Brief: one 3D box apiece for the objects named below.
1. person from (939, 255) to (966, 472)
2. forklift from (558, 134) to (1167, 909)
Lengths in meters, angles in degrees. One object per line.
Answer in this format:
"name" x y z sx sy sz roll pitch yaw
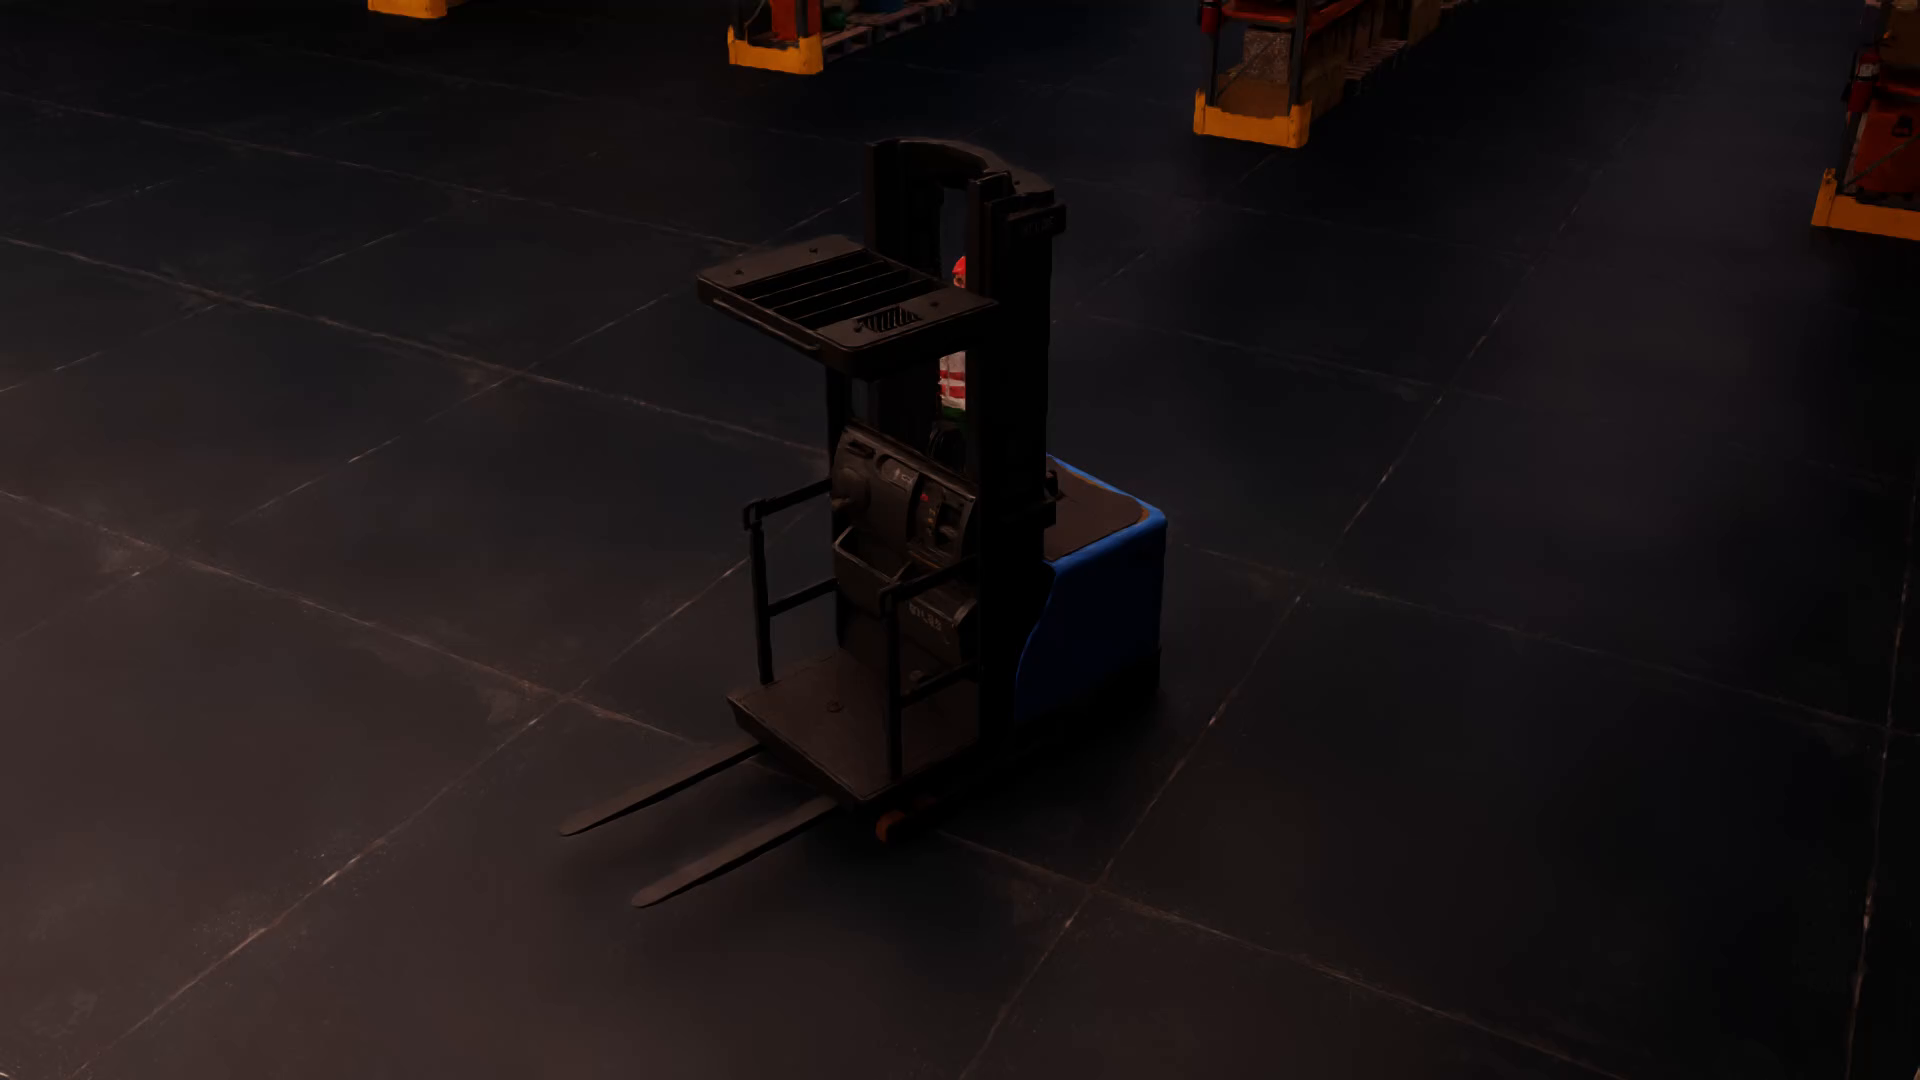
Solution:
"person" -0.048 -0.748 9.496 0.637 1.787 0.563 15 33 25
"forklift" -0.418 -0.170 7.365 3.031 2.935 1.130 -24 37 -35
